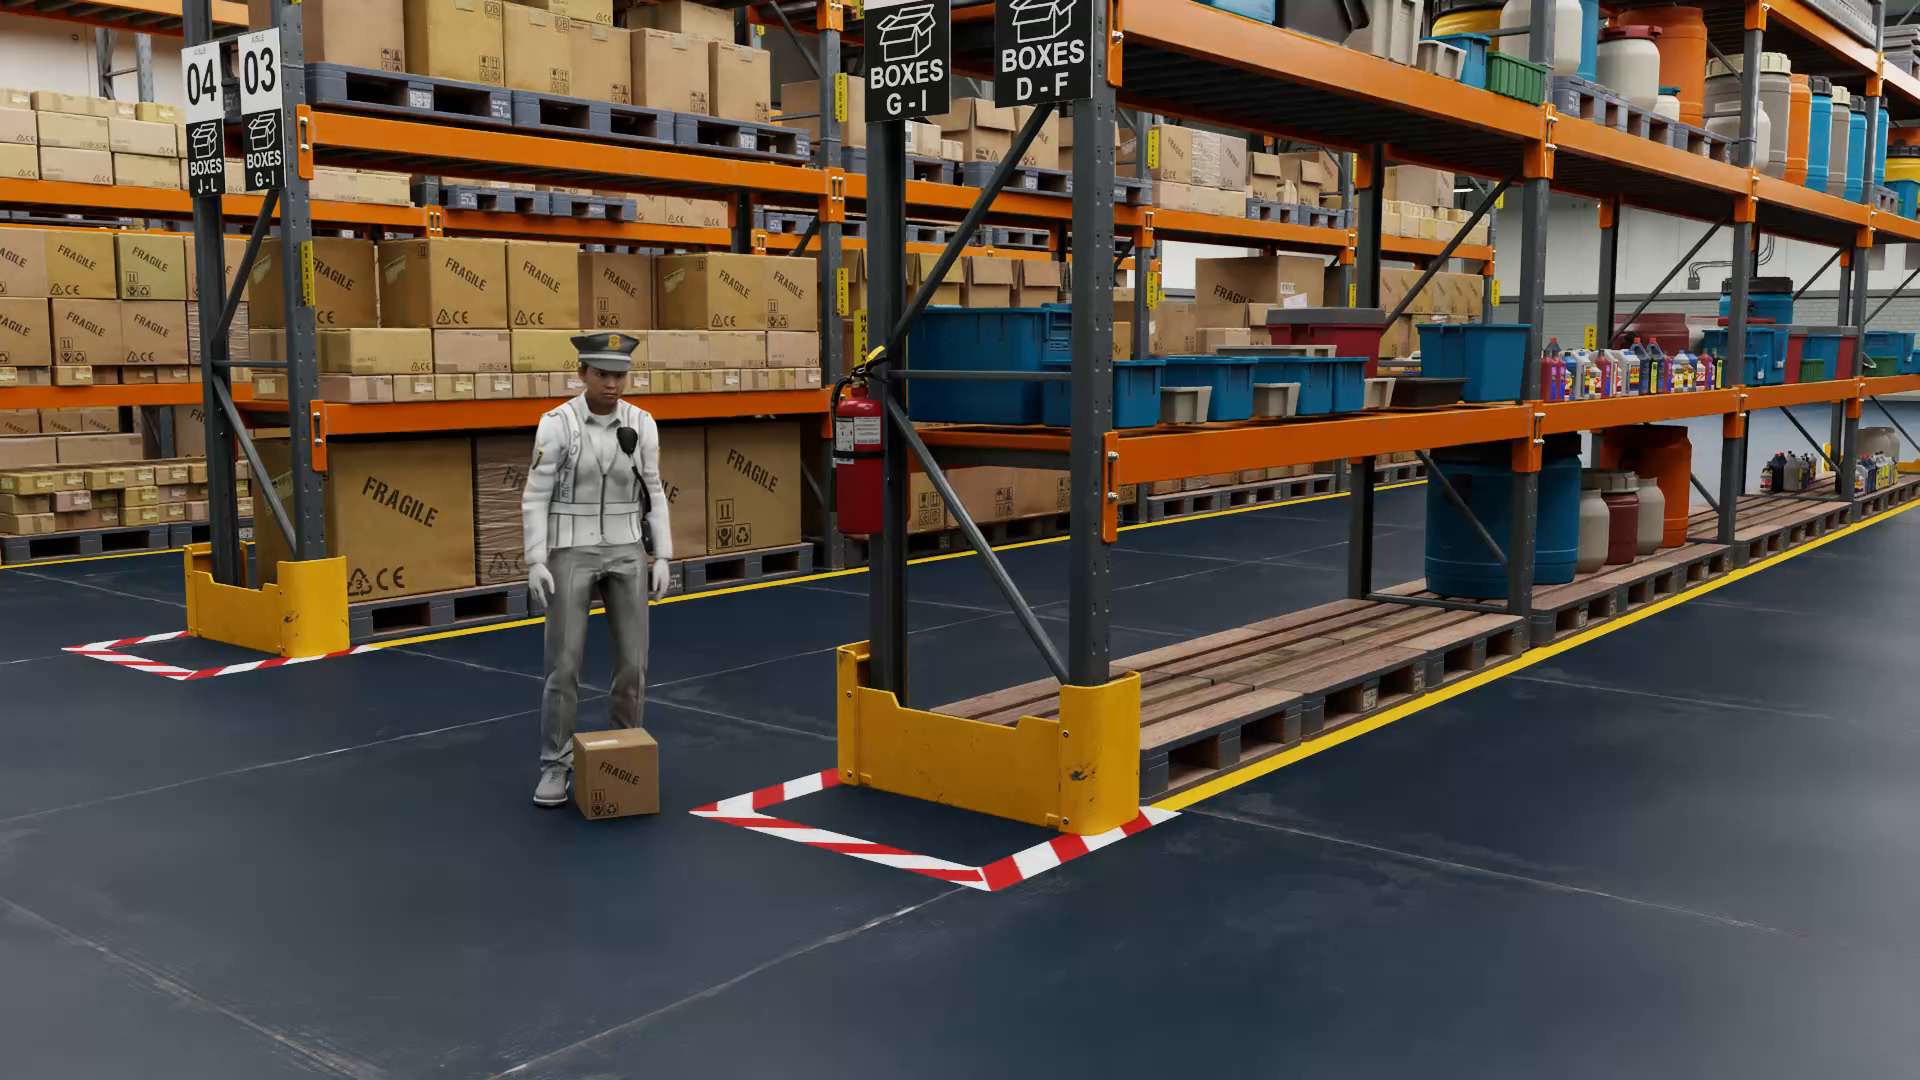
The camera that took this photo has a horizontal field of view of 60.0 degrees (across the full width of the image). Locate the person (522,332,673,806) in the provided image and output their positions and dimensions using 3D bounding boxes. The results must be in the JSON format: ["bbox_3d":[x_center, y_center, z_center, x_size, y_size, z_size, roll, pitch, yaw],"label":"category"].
[{"bbox_3d":[-1.296,0.090,5.972,0.541,1.662,0.375,-3,7,-24],"label":"person"}]
